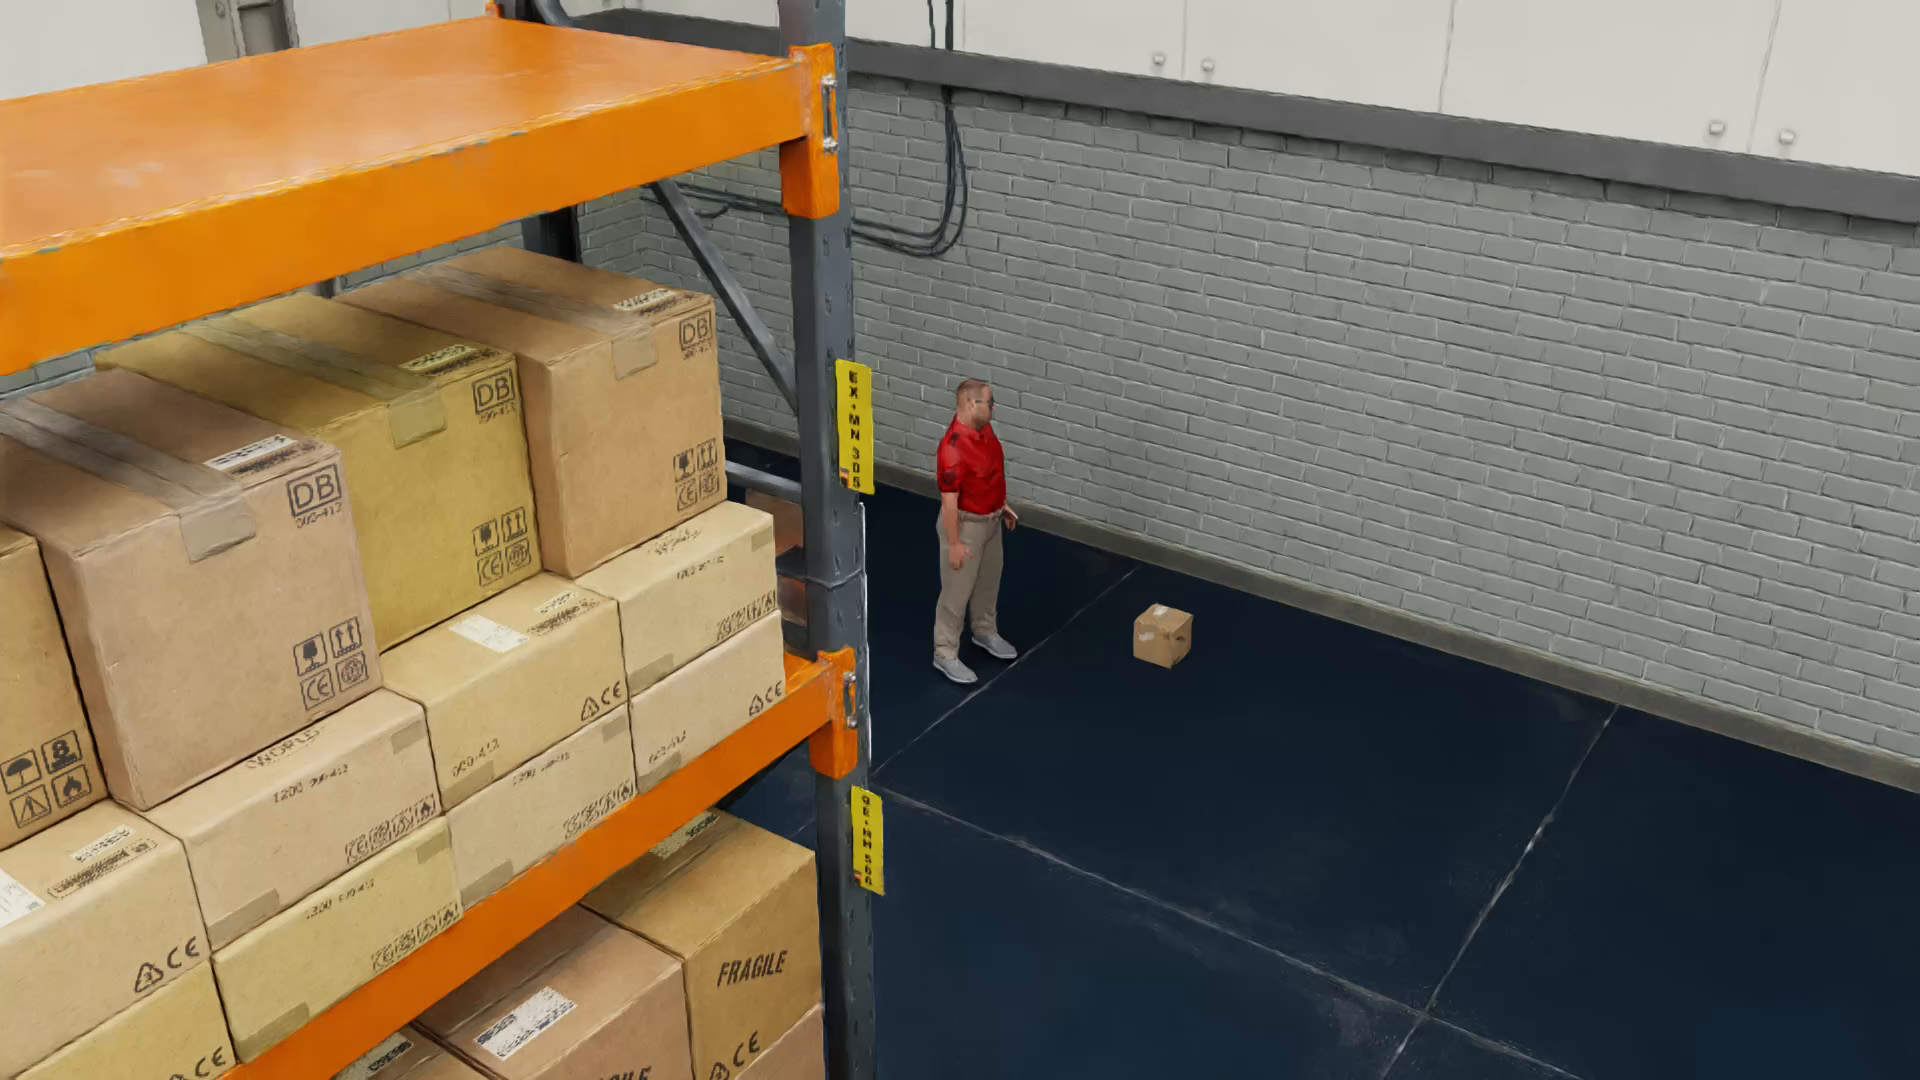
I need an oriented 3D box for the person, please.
[{"bbox_3d":[0.097,-0.077,9.235,0.414,1.731,0.583,12,29,22],"label":"person"}]
